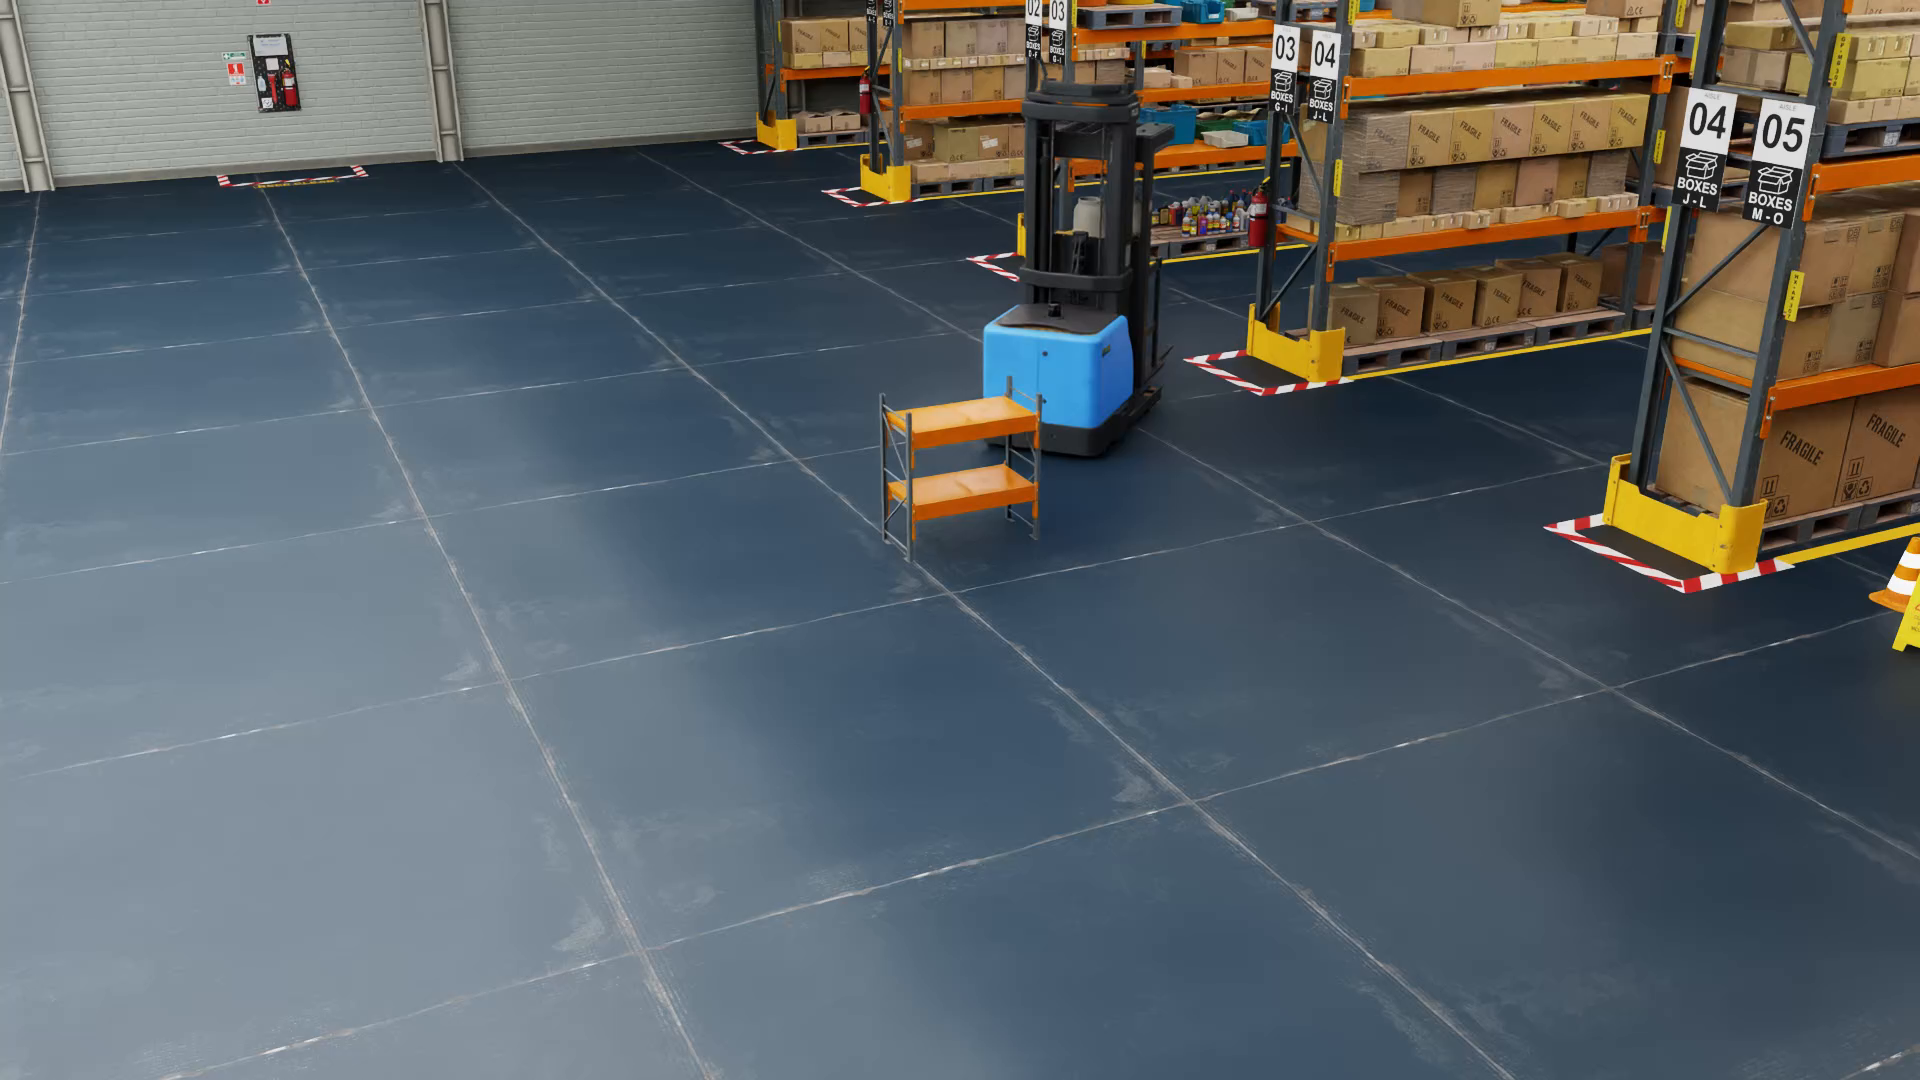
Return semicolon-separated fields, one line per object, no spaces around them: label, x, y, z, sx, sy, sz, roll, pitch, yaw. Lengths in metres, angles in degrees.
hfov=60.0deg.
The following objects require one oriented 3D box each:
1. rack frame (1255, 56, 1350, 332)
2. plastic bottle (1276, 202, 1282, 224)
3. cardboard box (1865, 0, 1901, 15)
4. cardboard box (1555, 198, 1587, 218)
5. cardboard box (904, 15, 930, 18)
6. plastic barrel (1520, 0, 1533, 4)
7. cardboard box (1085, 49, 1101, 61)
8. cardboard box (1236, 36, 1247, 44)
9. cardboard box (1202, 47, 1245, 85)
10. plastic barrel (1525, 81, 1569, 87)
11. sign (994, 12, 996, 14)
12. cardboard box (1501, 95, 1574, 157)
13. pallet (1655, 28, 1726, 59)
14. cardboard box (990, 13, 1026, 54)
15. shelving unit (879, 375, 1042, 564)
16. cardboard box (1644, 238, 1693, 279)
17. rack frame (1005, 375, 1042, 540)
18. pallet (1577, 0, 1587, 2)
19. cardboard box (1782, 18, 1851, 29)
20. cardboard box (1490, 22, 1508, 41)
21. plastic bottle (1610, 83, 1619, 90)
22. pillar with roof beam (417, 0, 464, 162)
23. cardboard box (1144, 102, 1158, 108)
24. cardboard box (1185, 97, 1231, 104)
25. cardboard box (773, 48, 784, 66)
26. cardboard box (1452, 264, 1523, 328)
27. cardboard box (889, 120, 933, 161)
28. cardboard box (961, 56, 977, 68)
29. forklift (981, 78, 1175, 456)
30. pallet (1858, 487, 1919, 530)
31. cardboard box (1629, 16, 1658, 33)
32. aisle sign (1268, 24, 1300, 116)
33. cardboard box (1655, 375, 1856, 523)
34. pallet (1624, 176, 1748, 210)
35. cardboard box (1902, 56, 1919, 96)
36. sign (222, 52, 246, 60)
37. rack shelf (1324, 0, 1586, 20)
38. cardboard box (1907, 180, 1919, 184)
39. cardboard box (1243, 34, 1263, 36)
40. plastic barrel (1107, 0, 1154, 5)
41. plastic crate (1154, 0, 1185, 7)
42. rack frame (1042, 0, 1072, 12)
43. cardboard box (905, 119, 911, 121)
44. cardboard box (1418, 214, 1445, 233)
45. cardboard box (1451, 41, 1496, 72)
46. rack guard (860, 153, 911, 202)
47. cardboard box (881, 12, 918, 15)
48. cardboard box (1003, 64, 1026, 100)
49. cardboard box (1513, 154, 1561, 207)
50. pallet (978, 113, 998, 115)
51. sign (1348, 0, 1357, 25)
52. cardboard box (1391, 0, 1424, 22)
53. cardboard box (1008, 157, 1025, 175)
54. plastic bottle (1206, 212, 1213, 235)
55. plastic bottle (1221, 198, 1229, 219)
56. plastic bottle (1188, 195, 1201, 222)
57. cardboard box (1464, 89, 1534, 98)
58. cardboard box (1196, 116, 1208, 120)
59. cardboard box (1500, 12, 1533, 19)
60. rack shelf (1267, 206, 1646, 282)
rack frame;3.212;-3.095;15.804;0.127;3.000;1.000;-10;25;-24
plastic bottle;4.040;-4.206;21.378;0.185;0.351;0.144;-12;25;-26
cardboard box;9.642;-5.831;17.708;0.500;0.500;0.500;-10;25;-24
cardboard box;6.093;-3.366;16.789;0.250;0.149;0.380;-10;25;-24
cardboard box;-0.826;-8.816;28.816;0.500;0.500;0.500;-11;25;-25
plastic barrel;7.438;-7.685;22.316;0.600;0.901;0.600;0;22;0
cardboard box;1.913;-7.315;25.021;0.250;0.149;0.380;-11;25;-25
cardboard box;5.283;-9.595;31.809;0.250;0.149;0.380;-10;24;-22
cardboard box;4.149;-7.511;26.343;0.500;0.500;0.500;-10;25;-24
plastic barrel;7.986;-6.010;22.669;0.708;0.536;0.600;-10;25;-24
sign;0.614;-9.094;29.164;0.005;0.325;0.100;-10;25;-24
cardboard box;5.629;-4.068;16.329;0.500;0.500;0.500;-10;25;-24
pallet;7.419;-5.123;17.028;1.003;0.211;1.213;-10;25;-24
cardboard box;0.770;-7.493;24.602;0.500;0.500;0.700;-10;25;-24
shelving unit;0.006;-0.521;12.038;1.048;1.125;0.538;-10;25;-24
cardboard box;7.817;-2.973;18.205;0.500;0.500;0.700;-11;25;-24
rack frame;0.464;-0.605;12.241;0.032;1.125;0.500;-10;25;-24
pallet;9.004;-7.520;22.821;1.213;0.211;1.003;-10;25;-24
cardboard box;5.885;-3.503;11.476;0.250;0.149;0.380;-10;25;-23
cardboard box;4.952;-4.823;15.732;0.250;0.149;0.380;-11;25;-24
plastic bottle;9.482;-6.478;24.131;0.133;0.283;0.061;-10;25;-24
pillar with roof beam;-6.516;-8.923;22.041;0.400;9.000;9.100;-10;25;-24
cardboard box;3.350;-8.454;31.444;0.500;0.500;0.700;-10;25;-23
cardboard box;4.695;-8.820;31.898;0.750;0.750;0.750;-11;25;-24
cardboard box;-2.895;-8.300;28.549;0.500;0.250;0.500;-10;25;-23
cardboard box;5.401;-2.517;17.128;0.500;0.500;0.500;-13;26;-28
cardboard box;-0.727;-5.971;24.818;0.500;0.500;0.500;-10;25;-24
cardboard box;0.057;-6.973;24.194;0.250;0.149;0.380;-11;25;-24
forklift;1.207;-2.579;14.648;1.130;2.935;3.031;9;24;20
pallet;7.057;-0.441;13.038;1.213;0.211;1.003;-10;25;-24
cardboard box;6.649;-5.106;16.415;0.250;0.149;0.380;-10;24;-22
aisle sign;3.026;-4.389;15.532;0.004;0.787;0.394;-10;25;-24
cardboard box;5.855;-0.716;12.287;0.875;0.875;0.875;-10;25;-23
pallet;7.568;-3.746;17.629;1.213;0.211;1.003;-10;25;-24
cardboard box;6.275;-3.139;11.117;0.500;0.250;0.500;-11;25;-24
sign;-11.162;-7.441;25.564;0.331;0.109;0.001;-10;25;-24
rack shelf;6.470;-6.850;21.896;4.000;0.370;1.077;-10;25;-24
cardboard box;7.538;-2.377;12.464;0.550;0.550;0.875;-10;25;-24
cardboard box;5.448;-9.894;31.683;0.500;0.500;0.500;-11;25;-24
plastic barrel;2.036;-6.701;19.800;0.600;0.588;0.600;0;22;0
plastic crate;2.652;-6.600;20.372;0.575;0.384;0.392;-10;25;-24
rack frame;1.064;-7.573;18.780;0.127;3.000;1.000;-10;25;-24
cardboard box;-1.078;-7.507;29.616;0.250;0.149;0.380;-13;26;-28
cardboard box;4.482;-3.102;16.152;0.250;0.149;0.380;-10;25;-24
cardboard box;4.669;-4.571;15.644;0.500;0.250;0.500;-11;25;-24
rack guard;-1.102;-5.350;24.522;0.348;0.500;1.175;-10;25;-24
cardboard box;-1.062;-8.994;29.246;0.500;0.500;0.500;-10;24;-22
cardboard box;0.739;-6.886;24.833;0.500;0.500;0.700;-10;24;-22
cardboard box;5.512;-3.700;16.747;0.500;0.500;0.875;-10;25;-24
pallet;1.073;-7.720;30.625;1.213;0.211;1.003;-10;25;-24
sign;3.448;-4.697;14.612;0.005;0.325;0.100;-10;25;-24
cardboard box;4.499;-5.240;15.891;0.500;0.500;0.500;-10;25;-24
cardboard box;0.851;-5.693;25.128;0.500;0.250;0.500;-10;25;-24
plastic bottle;3.142;-3.994;20.970;0.097;0.271;0.097;0;22;0
plastic bottle;3.475;-4.348;21.825;0.097;0.271;0.097;0;22;0
plastic bottle;3.040;-4.321;21.655;0.185;0.351;0.144;-9;24;-21
cardboard box;5.400;-4.251;16.770;0.500;0.500;0.500;-10;25;-24
cardboard box;3.681;-6.692;26.807;0.500;0.311;0.500;-11;25;-24
cardboard box;5.446;-5.136;16.489;0.250;0.149;0.380;-11;25;-25
rack shelf;5.014;-3.094;16.743;4.000;0.370;1.077;-10;25;-24
